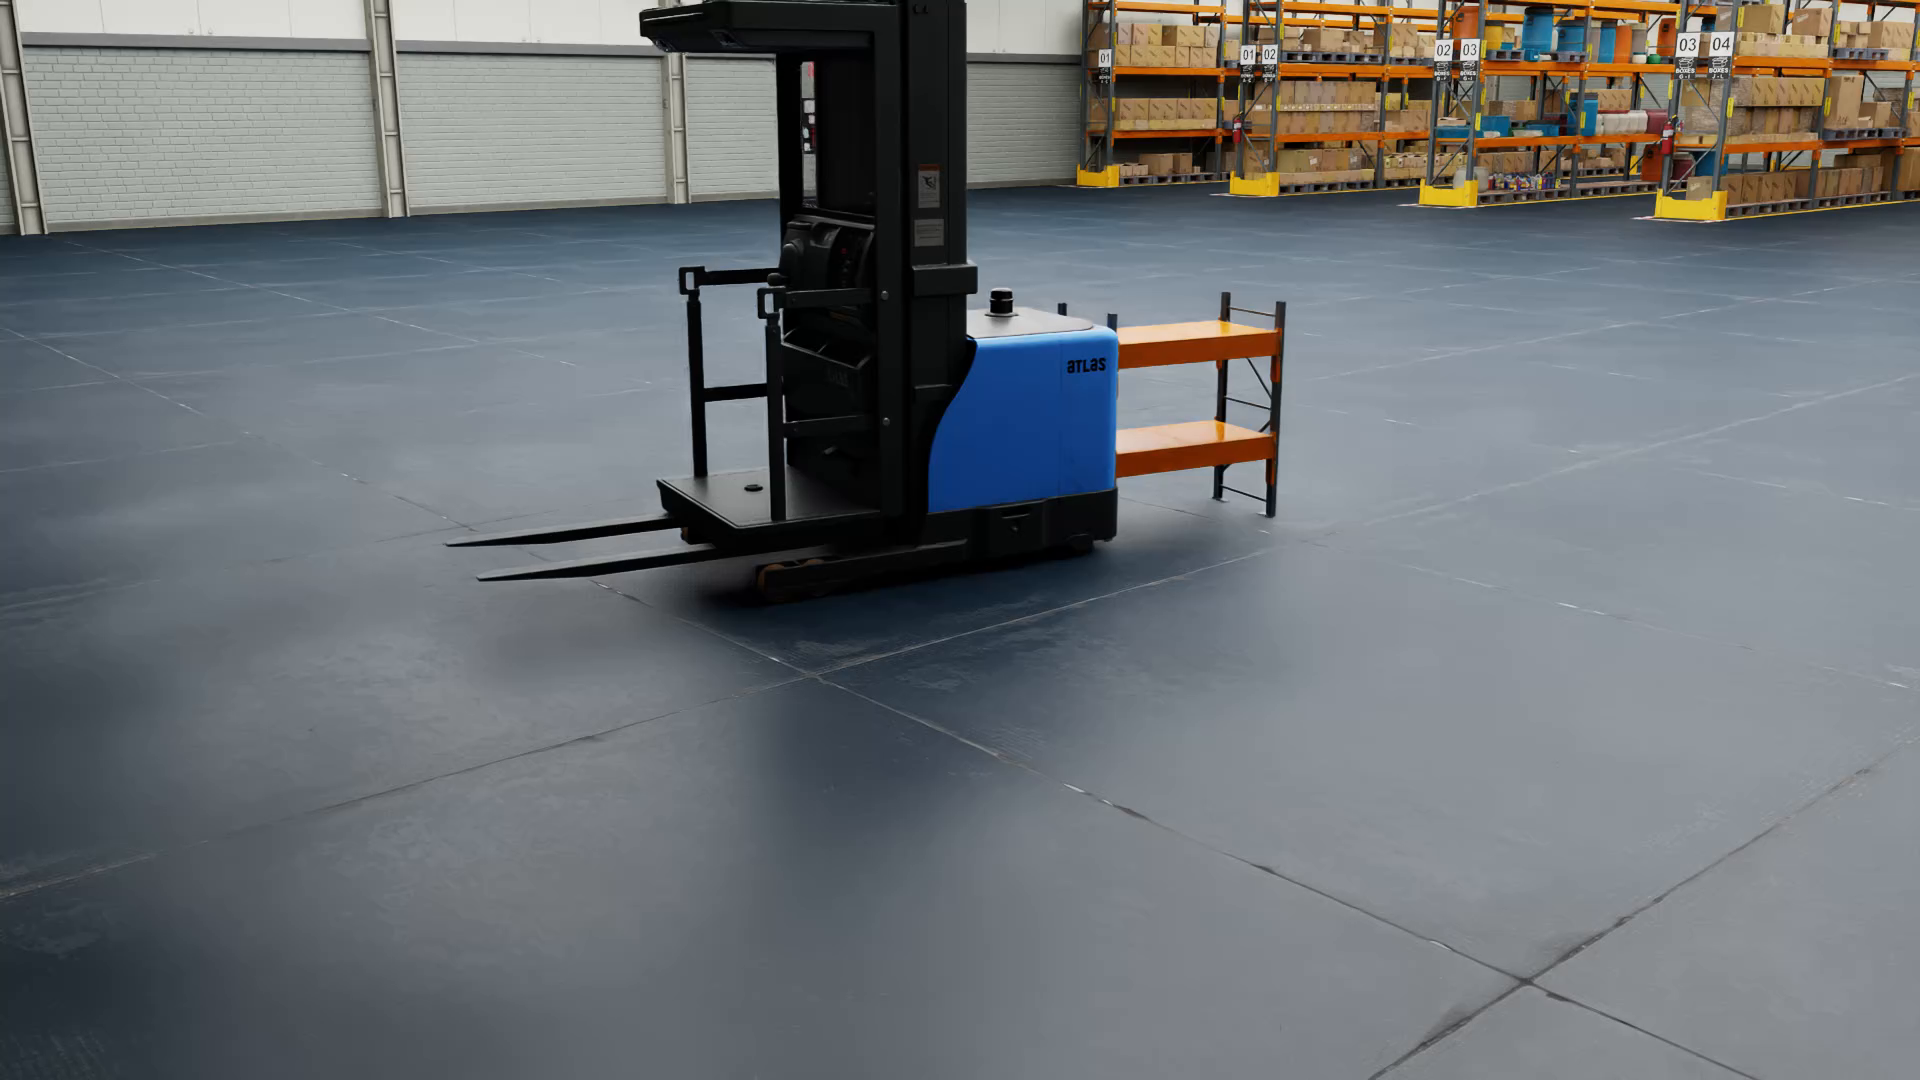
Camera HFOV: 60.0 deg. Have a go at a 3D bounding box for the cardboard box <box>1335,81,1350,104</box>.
[{"bbox_3d":[8.500,-10.266,38.162,0.500,0.500,0.700,-13,20,-39],"label":"cardboard box"}]

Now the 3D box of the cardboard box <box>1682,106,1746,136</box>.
[{"bbox_3d":[13.504,-7.511,29.785,0.500,0.500,0.875,-13,19,-39],"label":"cardboard box"}]

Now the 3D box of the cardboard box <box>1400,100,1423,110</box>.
[{"bbox_3d":[12.789,-12.390,48.242,0.700,0.700,0.980,-12,19,-39],"label":"cardboard box"}]

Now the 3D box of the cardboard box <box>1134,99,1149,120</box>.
[{"bbox_3d":[4.254,-10.527,40.648,0.500,0.500,0.500,-13,19,-39],"label":"cardboard box"}]

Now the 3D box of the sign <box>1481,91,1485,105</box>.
[{"bbox_3d":[12.973,-10.967,41.252,0.005,0.325,0.100,-13,19,-39],"label":"sign"}]

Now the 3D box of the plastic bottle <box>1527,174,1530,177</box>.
[{"bbox_3d":[12.310,-7.798,36.067,0.097,0.271,0.097,0,15,0],"label":"plastic bottle"}]

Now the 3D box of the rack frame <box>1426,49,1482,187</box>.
[{"bbox_3d":[9.820,-8.195,33.118,0.127,3.000,1.000,-13,19,-39],"label":"rack frame"}]

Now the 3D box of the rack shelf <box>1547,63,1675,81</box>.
[{"bbox_3d":[14.347,-10.313,36.628,4.000,0.370,1.077,-13,19,-39],"label":"rack shelf"}]

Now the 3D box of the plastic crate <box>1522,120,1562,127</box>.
[{"bbox_3d":[12.359,-8.779,35.423,0.504,0.338,0.767,-13,19,-39],"label":"plastic crate"}]

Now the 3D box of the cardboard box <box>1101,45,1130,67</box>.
[{"bbox_3d":[3.733,-11.639,39.965,0.500,0.500,0.500,-12,19,-38],"label":"cardboard box"}]

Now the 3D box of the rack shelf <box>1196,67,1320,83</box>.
[{"bbox_3d":[7.843,-12.242,43.849,4.000,0.370,1.077,-13,19,-39],"label":"rack shelf"}]

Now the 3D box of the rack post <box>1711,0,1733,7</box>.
[{"bbox_3d":[17.429,-12.517,38.642,0.954,0.300,0.937,-10,18,-33],"label":"rack post"}]

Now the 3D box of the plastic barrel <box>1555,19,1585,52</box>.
[{"bbox_3d":[13.079,-10.692,35.683,0.708,0.901,0.600,-13,19,-39],"label":"plastic barrel"}]

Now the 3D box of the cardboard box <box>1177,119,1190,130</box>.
[{"bbox_3d":[5.425,-10.428,41.730,0.500,0.250,0.500,-13,20,-40],"label":"cardboard box"}]

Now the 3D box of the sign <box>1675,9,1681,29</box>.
[{"bbox_3d":[12.722,-9.219,29.424,0.005,0.325,0.100,-13,19,-39],"label":"sign"}]

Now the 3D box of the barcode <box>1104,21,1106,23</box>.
[{"bbox_3d":[3.524,-12.612,40.546,0.075,0.075,0.001,-13,19,-39],"label":"barcode"}]

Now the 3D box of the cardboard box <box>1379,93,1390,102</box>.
[{"bbox_3d":[11.793,-12.507,46.998,0.500,0.250,0.500,-12,19,-38],"label":"cardboard box"}]

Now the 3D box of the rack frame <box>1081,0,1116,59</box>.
[{"bbox_3d":[3.317,-13.022,39.564,0.127,3.000,1.000,-13,19,-39],"label":"rack frame"}]

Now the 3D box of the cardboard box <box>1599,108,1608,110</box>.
[{"bbox_3d":[17.333,-11.533,45.419,0.500,0.500,0.500,-13,20,-40],"label":"cardboard box"}]

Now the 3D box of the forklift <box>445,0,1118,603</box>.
[{"bbox_3d":[-0.784,-1.299,7.434,3.031,2.935,1.130,-8,17,-27],"label":"forklift"}]

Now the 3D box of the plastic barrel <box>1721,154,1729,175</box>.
[{"bbox_3d":[18.451,-9.328,40.612,0.708,0.901,0.600,-13,19,-39],"label":"plastic barrel"}]

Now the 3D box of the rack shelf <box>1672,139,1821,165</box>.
[{"bbox_3d":[14.580,-7.222,30.869,4.000,0.370,1.077,-13,19,-39],"label":"rack shelf"}]

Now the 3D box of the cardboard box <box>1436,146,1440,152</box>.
[{"bbox_3d":[13.771,-11.429,49.257,0.500,0.500,0.700,-12,19,-38],"label":"cardboard box"}]

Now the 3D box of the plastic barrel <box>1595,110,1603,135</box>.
[{"bbox_3d":[13.703,-9.058,36.084,0.433,0.535,0.433,0,15,0],"label":"plastic barrel"}]

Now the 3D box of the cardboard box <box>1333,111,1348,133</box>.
[{"bbox_3d":[8.484,-9.635,38.313,0.500,0.500,0.700,-12,19,-39],"label":"cardboard box"}]

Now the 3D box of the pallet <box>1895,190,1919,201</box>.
[{"bbox_3d":[19.751,-7.358,35.386,1.213,0.211,1.003,-13,19,-39],"label":"pallet"}]

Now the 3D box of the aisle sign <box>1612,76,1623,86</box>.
[{"bbox_3d":[18.500,-13.195,46.799,0.004,0.787,0.394,-13,19,-39],"label":"aisle sign"}]

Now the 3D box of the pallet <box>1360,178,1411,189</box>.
[{"bbox_3d":[10.119,-8.623,40.122,1.213,0.211,1.003,-13,19,-39],"label":"pallet"}]

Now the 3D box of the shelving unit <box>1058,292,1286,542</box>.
[{"bbox_3d":[1.070,-0.656,8.525,1.048,1.125,0.538,-8,17,-27],"label":"shelving unit"}]

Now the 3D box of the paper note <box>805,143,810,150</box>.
[{"bbox_3d":[-3.317,-8.541,36.119,0.142,0.148,0.016,-13,19,-39],"label":"paper note"}]

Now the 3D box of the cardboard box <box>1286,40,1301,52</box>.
[{"bbox_3d":[7.267,-11.054,37.213,0.500,0.250,0.500,-13,19,-39],"label":"cardboard box"}]

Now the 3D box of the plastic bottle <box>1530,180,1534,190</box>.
[{"bbox_3d":[11.956,-7.429,34.819,0.097,0.201,0.097,0,15,0],"label":"plastic bottle"}]

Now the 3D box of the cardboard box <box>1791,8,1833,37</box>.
[{"bbox_3d":[15.917,-9.665,31.070,0.500,0.500,0.500,-13,20,-41],"label":"cardboard box"}]

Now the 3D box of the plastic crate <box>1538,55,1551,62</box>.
[{"bbox_3d":[11.892,-9.844,33.989,0.396,0.136,0.243,-13,19,-39],"label":"plastic crate"}]

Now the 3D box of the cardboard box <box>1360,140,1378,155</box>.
[{"bbox_3d":[11.296,-11.034,47.099,0.750,0.750,0.750,-12,19,-38],"label":"cardboard box"}]

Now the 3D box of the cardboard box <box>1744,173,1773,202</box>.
[{"bbox_3d":[14.917,-6.625,31.269,0.500,0.500,0.500,14,20,42],"label":"cardboard box"}]

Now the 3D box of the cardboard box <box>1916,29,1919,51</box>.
[{"bbox_3d":[19.519,-10.405,34.566,0.637,0.503,0.797,-11,19,-36],"label":"cardboard box"}]

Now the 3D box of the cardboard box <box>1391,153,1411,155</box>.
[{"bbox_3d":[10.854,-9.365,40.926,0.500,0.311,0.500,-13,20,-40],"label":"cardboard box"}]

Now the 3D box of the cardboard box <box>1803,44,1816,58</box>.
[{"bbox_3d":[15.516,-9.071,30.874,0.500,0.250,0.500,-12,19,-38],"label":"cardboard box"}]

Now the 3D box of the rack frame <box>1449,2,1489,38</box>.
[{"bbox_3d":[12.607,-13.414,41.029,0.127,3.000,1.000,-13,19,-39],"label":"rack frame"}]

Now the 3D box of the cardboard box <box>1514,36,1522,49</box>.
[{"bbox_3d":[14.191,-12.644,42.760,0.600,0.600,0.600,-14,20,-41],"label":"cardboard box"}]

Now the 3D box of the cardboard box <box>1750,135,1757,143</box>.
[{"bbox_3d":[14.211,-7.277,30.166,0.250,0.149,0.380,-13,19,-39],"label":"cardboard box"}]

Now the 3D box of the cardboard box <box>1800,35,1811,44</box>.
[{"bbox_3d":[15.448,-9.228,30.690,0.250,0.149,0.380,-13,20,-41],"label":"cardboard box"}]

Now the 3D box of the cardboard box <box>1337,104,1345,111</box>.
[{"bbox_3d":[8.566,-9.897,38.037,0.250,0.149,0.380,-12,19,-38],"label":"cardboard box"}]

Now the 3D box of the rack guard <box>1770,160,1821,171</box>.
[{"bbox_3d":[21.900,-9.704,43.612,0.348,0.500,1.175,-13,19,-39],"label":"rack guard"}]

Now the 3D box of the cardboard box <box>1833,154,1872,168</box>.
[{"bbox_3d":[18.227,-7.742,33.960,0.500,0.250,0.500,-10,18,-33],"label":"cardboard box"}]

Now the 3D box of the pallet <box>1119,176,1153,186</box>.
[{"bbox_3d":[4.010,-8.920,41.236,1.213,0.211,1.003,-13,19,-39],"label":"pallet"}]
